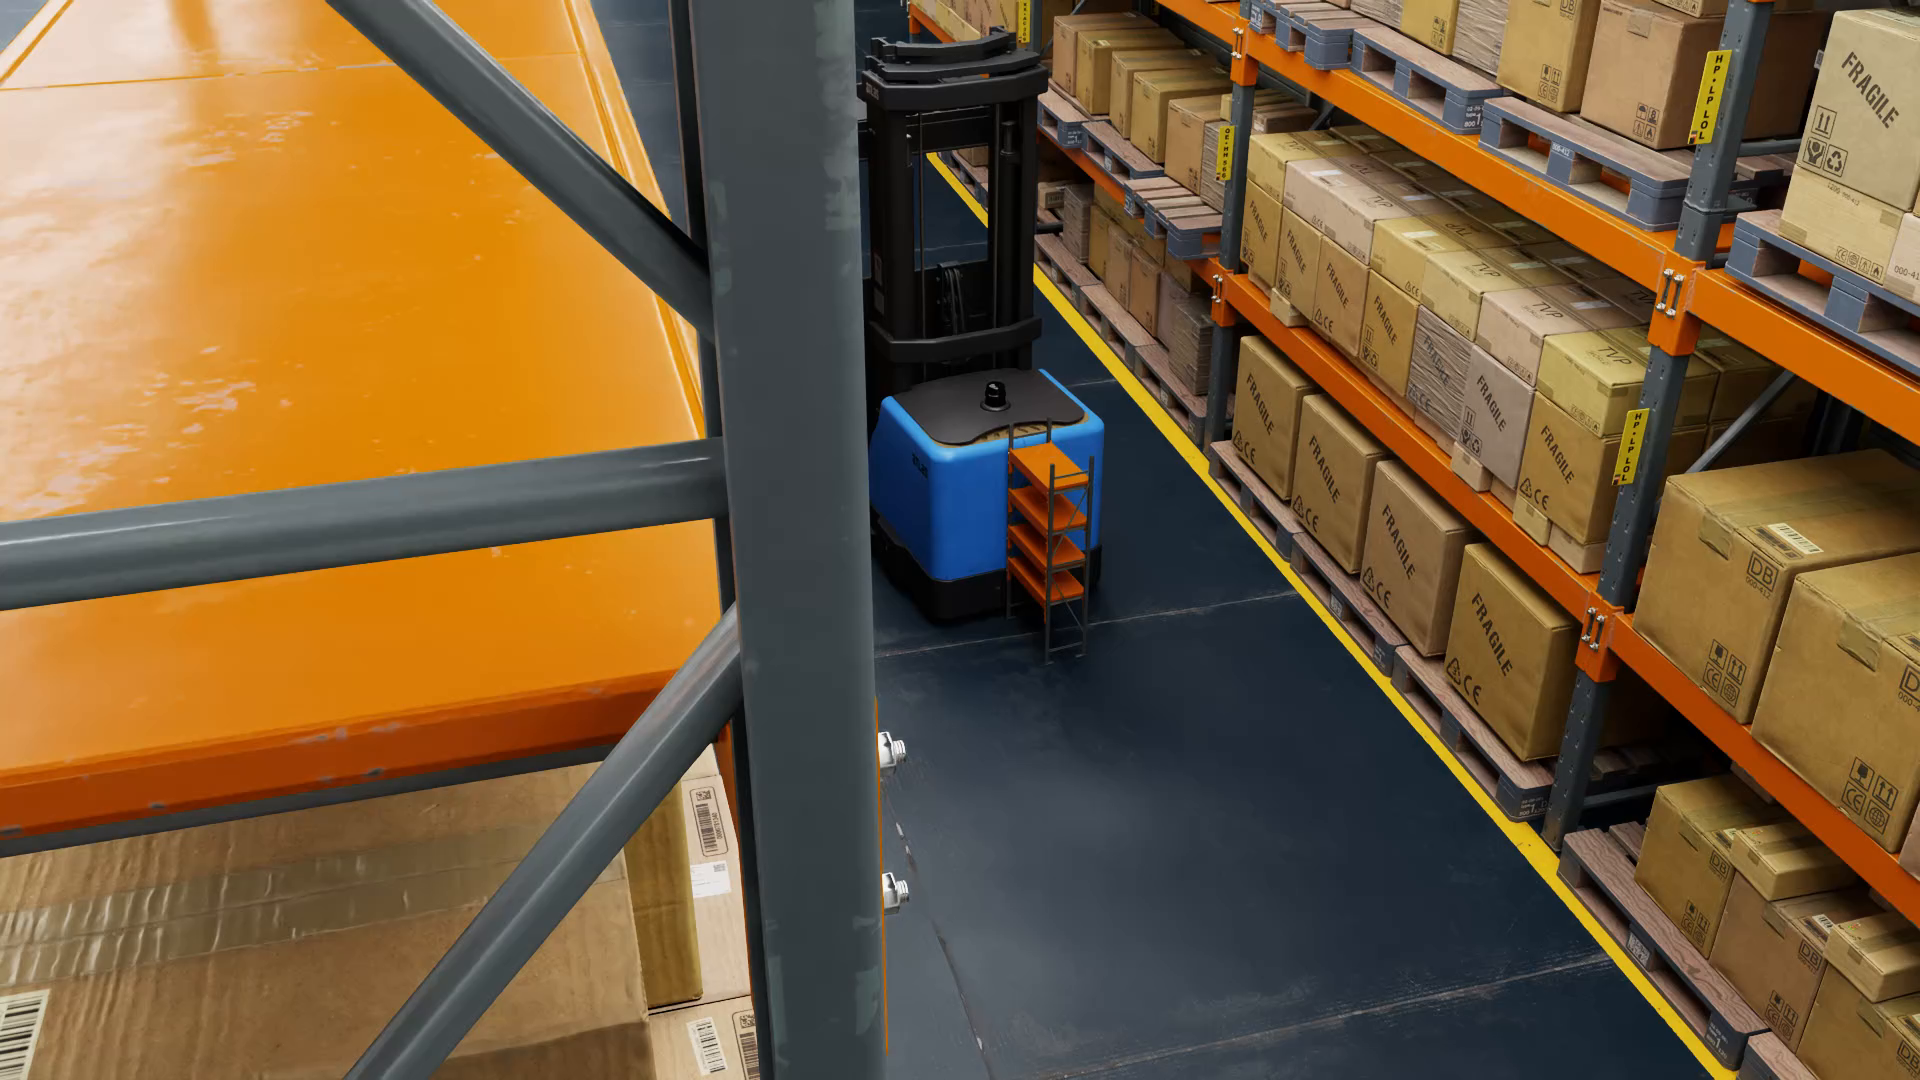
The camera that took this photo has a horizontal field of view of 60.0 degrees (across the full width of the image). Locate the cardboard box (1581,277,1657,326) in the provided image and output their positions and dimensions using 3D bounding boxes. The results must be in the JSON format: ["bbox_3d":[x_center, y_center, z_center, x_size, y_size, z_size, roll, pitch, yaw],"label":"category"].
[{"bbox_3d":[3.144,-0.988,7.528,0.500,0.250,0.500,-7,31,-13],"label":"cardboard box"}]

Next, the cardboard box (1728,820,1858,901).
[{"bbox_3d":[3.175,1.210,6.325,0.380,0.149,0.250,-7,31,-12],"label":"cardboard box"}]

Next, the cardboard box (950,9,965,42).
[{"bbox_3d":[0.212,-4.695,15.229,0.500,0.250,0.500,-8,31,-13],"label":"cardboard box"}]

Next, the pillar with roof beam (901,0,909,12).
[{"bbox_3d":[-4.748,-10.468,19.084,9.100,9.000,0.400,-8,31,-13],"label":"pillar with roof beam"}]

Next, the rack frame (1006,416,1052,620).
[{"bbox_3d":[0.367,-0.104,8.962,0.240,1.200,0.015,-12,32,-20],"label":"rack frame"}]

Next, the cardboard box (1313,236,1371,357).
[{"bbox_3d":[2.242,-1.324,8.857,0.500,0.500,0.500,-8,31,-13],"label":"cardboard box"}]

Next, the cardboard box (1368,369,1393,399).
[{"bbox_3d":[2.380,-0.877,8.732,0.380,0.149,0.250,-8,31,-13],"label":"cardboard box"}]

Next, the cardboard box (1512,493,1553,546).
[{"bbox_3d":[2.708,-0.118,7.422,0.380,0.149,0.250,-7,31,-12],"label":"cardboard box"}]

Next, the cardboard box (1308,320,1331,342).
[{"bbox_3d":[2.196,-1.248,9.374,0.380,0.149,0.250,-8,31,-14],"label":"cardboard box"}]

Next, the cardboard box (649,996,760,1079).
[{"bbox_3d":[-0.438,0.886,2.112,0.500,0.250,0.500,-8,31,-13],"label":"cardboard box"}]

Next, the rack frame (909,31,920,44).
[{"bbox_3d":[-0.025,-5.770,16.955,1.000,3.000,0.127,-8,31,-13],"label":"rack frame"}]

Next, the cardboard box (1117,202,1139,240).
[{"bbox_3d":[1.510,-2.455,12.535,0.500,0.250,0.500,-9,31,-15],"label":"cardboard box"}]

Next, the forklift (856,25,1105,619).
[{"bbox_3d":[-0.248,-1.558,9.747,1.130,2.935,3.031,-12,32,-20],"label":"forklift"}]

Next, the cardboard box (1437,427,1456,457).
[{"bbox_3d":[2.555,-0.496,8.074,0.380,0.149,0.250,-8,31,-13],"label":"cardboard box"}]

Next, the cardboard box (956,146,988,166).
[{"bbox_3d":[0.370,-3.896,15.774,0.700,0.500,0.500,-10,31,-16],"label":"cardboard box"}]

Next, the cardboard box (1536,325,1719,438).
[{"bbox_3d":[2.790,-0.671,6.980,0.500,0.250,0.500,-7,31,-12],"label":"cardboard box"}]

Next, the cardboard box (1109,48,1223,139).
[{"bbox_3d":[1.485,-3.236,12.039,0.700,0.500,0.500,-4,30,-6],"label":"cardboard box"}]

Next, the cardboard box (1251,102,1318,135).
[{"bbox_3d":[1.978,-2.583,10.263,0.380,0.149,0.250,-12,32,-20],"label":"cardboard box"}]

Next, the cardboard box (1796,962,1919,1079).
[{"bbox_3d":[3.524,1.792,5.966,0.700,0.500,0.500,-7,31,-12],"label":"cardboard box"}]

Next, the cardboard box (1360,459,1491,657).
[{"bbox_3d":[2.624,0.049,8.629,0.750,0.750,0.750,-7,31,-12],"label":"cardboard box"}]

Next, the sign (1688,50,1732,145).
[{"bbox_3d":[2.640,-1.555,5.849,0.100,0.325,0.005,-8,31,-13],"label":"sign"}]

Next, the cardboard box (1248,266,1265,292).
[{"bbox_3d":[1.963,-1.616,10.009,0.380,0.149,0.250,-8,31,-14],"label":"cardboard box"}]

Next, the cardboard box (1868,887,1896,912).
[{"bbox_3d":[3.625,1.305,6.160,0.380,0.149,0.250,-9,31,-15],"label":"cardboard box"}]

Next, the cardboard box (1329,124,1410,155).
[{"bbox_3d":[2.469,-2.226,9.668,0.500,0.250,0.500,-7,31,-12],"label":"cardboard box"}]

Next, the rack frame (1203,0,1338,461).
[{"bbox_3d":[2.099,-1.906,10.279,1.000,3.000,0.127,-8,31,-13],"label":"rack frame"}]

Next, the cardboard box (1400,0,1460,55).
[{"bbox_3d":[2.608,-2.693,8.107,0.700,0.500,0.500,-6,31,-11],"label":"cardboard box"}]

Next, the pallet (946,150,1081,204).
[{"bbox_3d":[0.497,-3.541,15.888,1.003,0.211,1.213,-8,31,-13],"label":"pallet"}]

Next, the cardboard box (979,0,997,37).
[{"bbox_3d":[0.475,-4.534,14.200,0.500,0.500,0.500,-8,31,-14],"label":"cardboard box"}]

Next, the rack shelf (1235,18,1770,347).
[{"bbox_3d":[2.629,-1.927,8.039,1.077,0.370,4.000,-8,31,-13],"label":"rack shelf"}]

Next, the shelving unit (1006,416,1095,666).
[{"bbox_3d":[0.463,0.009,8.768,0.258,1.200,0.503,-12,32,-20],"label":"shelving unit"}]

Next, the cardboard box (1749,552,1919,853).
[{"bbox_3d":[3.477,0.514,5.800,0.980,0.700,0.700,-9,31,-15],"label":"cardboard box"}]

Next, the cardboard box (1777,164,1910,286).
[{"bbox_3d":[3.090,-1.063,5.460,0.500,0.250,0.500,-8,31,-13],"label":"cardboard box"}]

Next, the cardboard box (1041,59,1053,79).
[{"bbox_3d":[0.619,-3.970,13.975,0.500,0.250,0.500,-8,31,-13],"label":"cardboard box"}]

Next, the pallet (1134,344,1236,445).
[{"bbox_3d":[1.893,-1.077,11.630,1.003,0.211,1.213,-8,31,-13],"label":"pallet"}]

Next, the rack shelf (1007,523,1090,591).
[{"bbox_3d":[0.463,0.067,8.802,0.258,0.148,0.480,-12,32,-20],"label":"rack shelf"}]

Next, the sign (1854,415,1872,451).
[{"bbox_3d":[3.695,-0.457,6.834,0.100,0.325,0.005,-8,31,-13],"label":"sign"}]

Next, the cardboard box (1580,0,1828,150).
[{"bbox_3d":[3.033,-1.945,6.815,0.700,0.500,0.500,-10,31,-16],"label":"cardboard box"}]

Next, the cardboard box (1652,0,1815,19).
[{"bbox_3d":[3.053,-2.273,6.632,0.500,0.250,0.500,-6,31,-10],"label":"cardboard box"}]

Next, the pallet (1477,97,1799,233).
[{"bbox_3d":[2.869,-1.626,6.992,0.805,0.209,1.217,-9,31,-15],"label":"pallet"}]

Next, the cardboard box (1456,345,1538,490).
[{"bbox_3d":[2.650,-0.589,7.588,0.500,0.500,0.500,-8,31,-13],"label":"cardboard box"}]

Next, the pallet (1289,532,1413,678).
[{"bbox_3d":[2.555,0.280,9.287,1.003,0.211,1.213,-8,31,-13],"label":"pallet"}]

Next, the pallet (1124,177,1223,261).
[{"bbox_3d":[1.807,-2.153,10.898,1.213,0.211,1.003,-8,31,-13],"label":"pallet"}]

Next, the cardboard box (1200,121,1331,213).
[{"bbox_3d":[1.964,-2.365,10.534,0.700,0.500,0.500,-12,32,-19],"label":"cardboard box"}]

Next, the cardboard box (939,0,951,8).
[{"bbox_3d":[0.065,-5.277,15.485,0.500,0.500,0.500,-9,31,-15],"label":"cardboard box"}]

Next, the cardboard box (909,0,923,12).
[{"bbox_3d":[-0.201,-5.435,16.507,0.500,0.250,0.500,-9,31,-15],"label":"cardboard box"}]

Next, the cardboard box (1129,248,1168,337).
[{"bbox_3d":[1.673,-1.856,12.249,0.700,0.500,0.500,-8,31,-14],"label":"cardboard box"}]

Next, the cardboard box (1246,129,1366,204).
[{"bbox_3d":[1.978,-2.144,9.525,0.500,0.250,0.500,-7,31,-12],"label":"cardboard box"}]

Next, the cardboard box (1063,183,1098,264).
[{"bbox_3d":[1.248,-2.593,13.523,0.700,0.500,0.500,-7,31,-12],"label":"cardboard box"}]

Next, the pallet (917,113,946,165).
[{"bbox_3d":[0.177,-4.129,16.904,1.003,0.211,1.213,-8,31,-13],"label":"pallet"}]

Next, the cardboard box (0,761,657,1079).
[{"bbox_3d":[-0.705,0.598,1.861,0.700,0.500,0.500,-8,31,-13],"label":"cardboard box"}]

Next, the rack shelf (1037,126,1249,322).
[{"bbox_3d":[1.568,-2.560,12.129,1.077,0.370,4.000,-8,31,-13],"label":"rack shelf"}]

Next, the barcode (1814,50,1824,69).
[{"bbox_3d":[3.340,-1.860,6.447,0.001,0.075,0.075,-5,30,-9],"label":"barcode"}]
